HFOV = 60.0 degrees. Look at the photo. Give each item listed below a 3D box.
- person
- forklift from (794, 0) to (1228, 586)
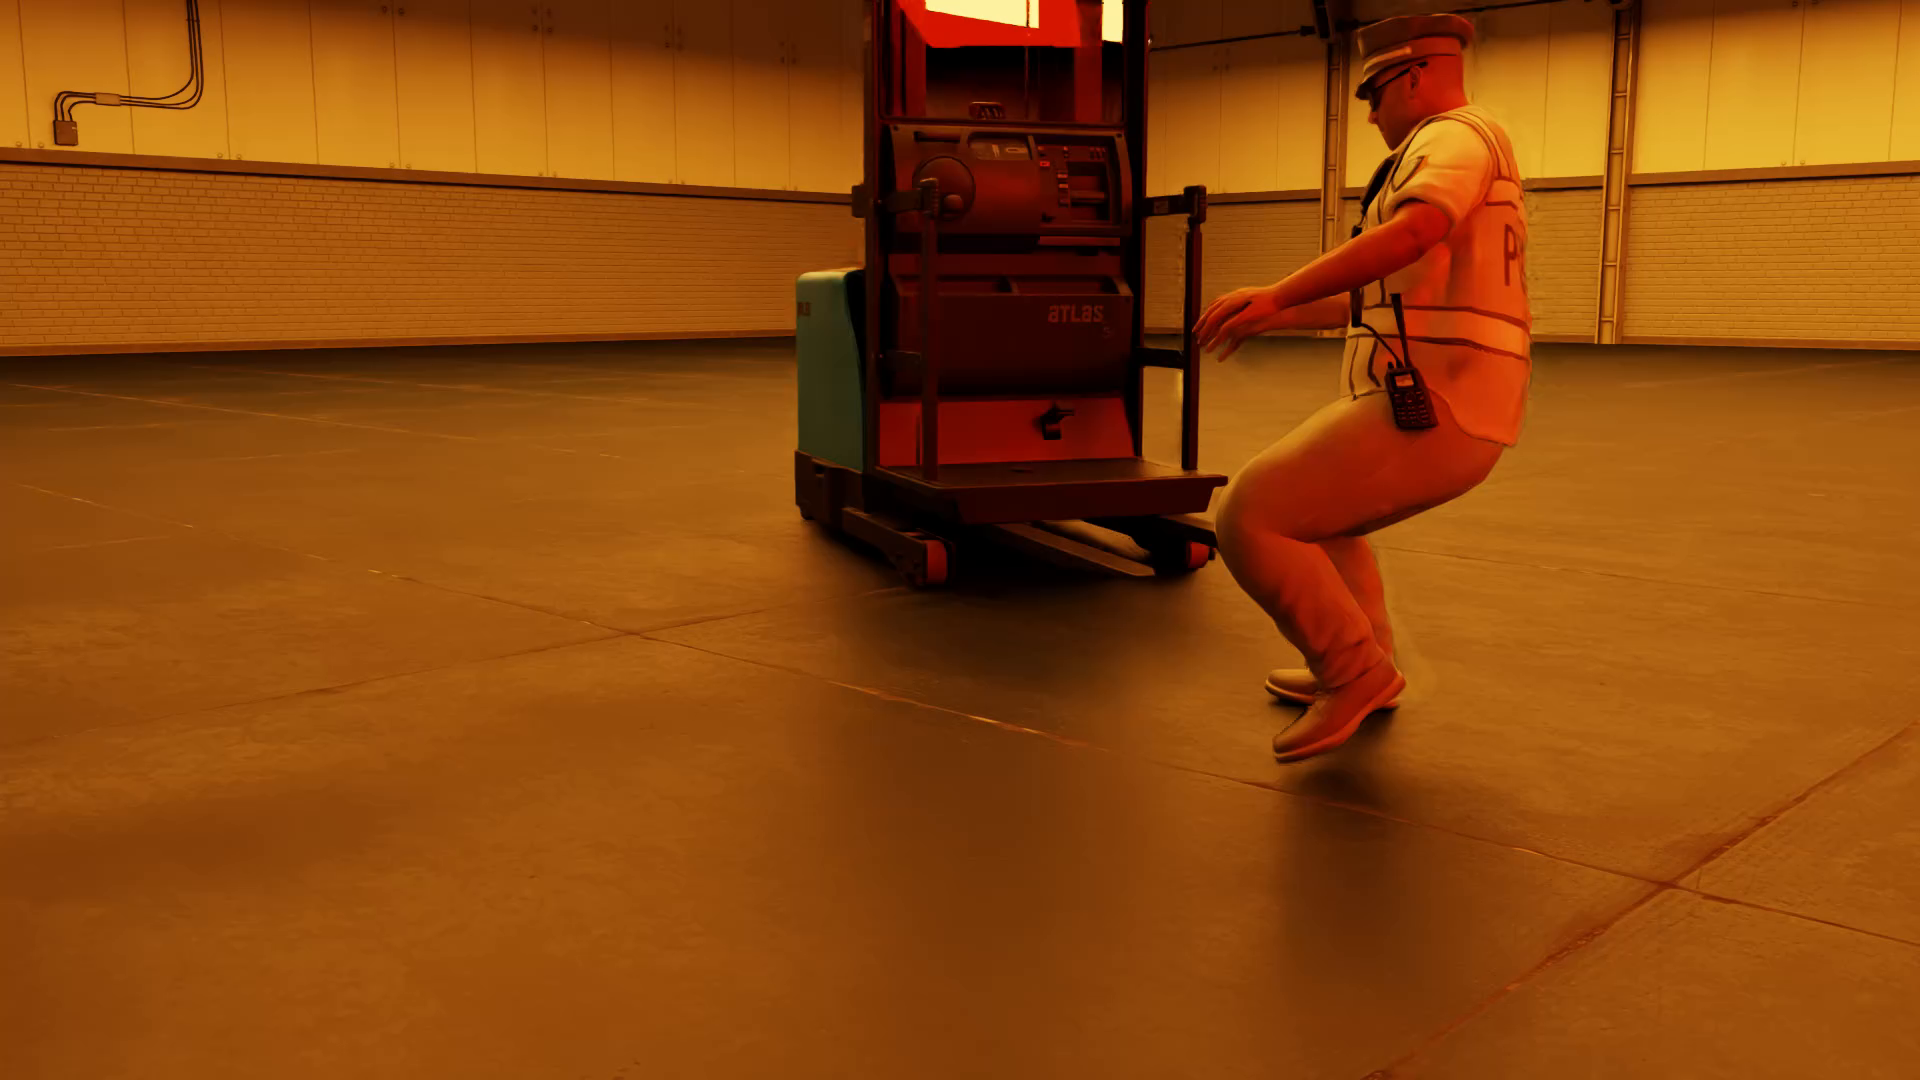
[{"bbox_3d":[0.815,-0.322,3.582,0.781,1.560,0.894,4,9,22],"label":"person"},{"bbox_3d":[0.268,-1.358,5.895,1.130,2.935,3.031,-3,9,-20],"label":"forklift"}]
